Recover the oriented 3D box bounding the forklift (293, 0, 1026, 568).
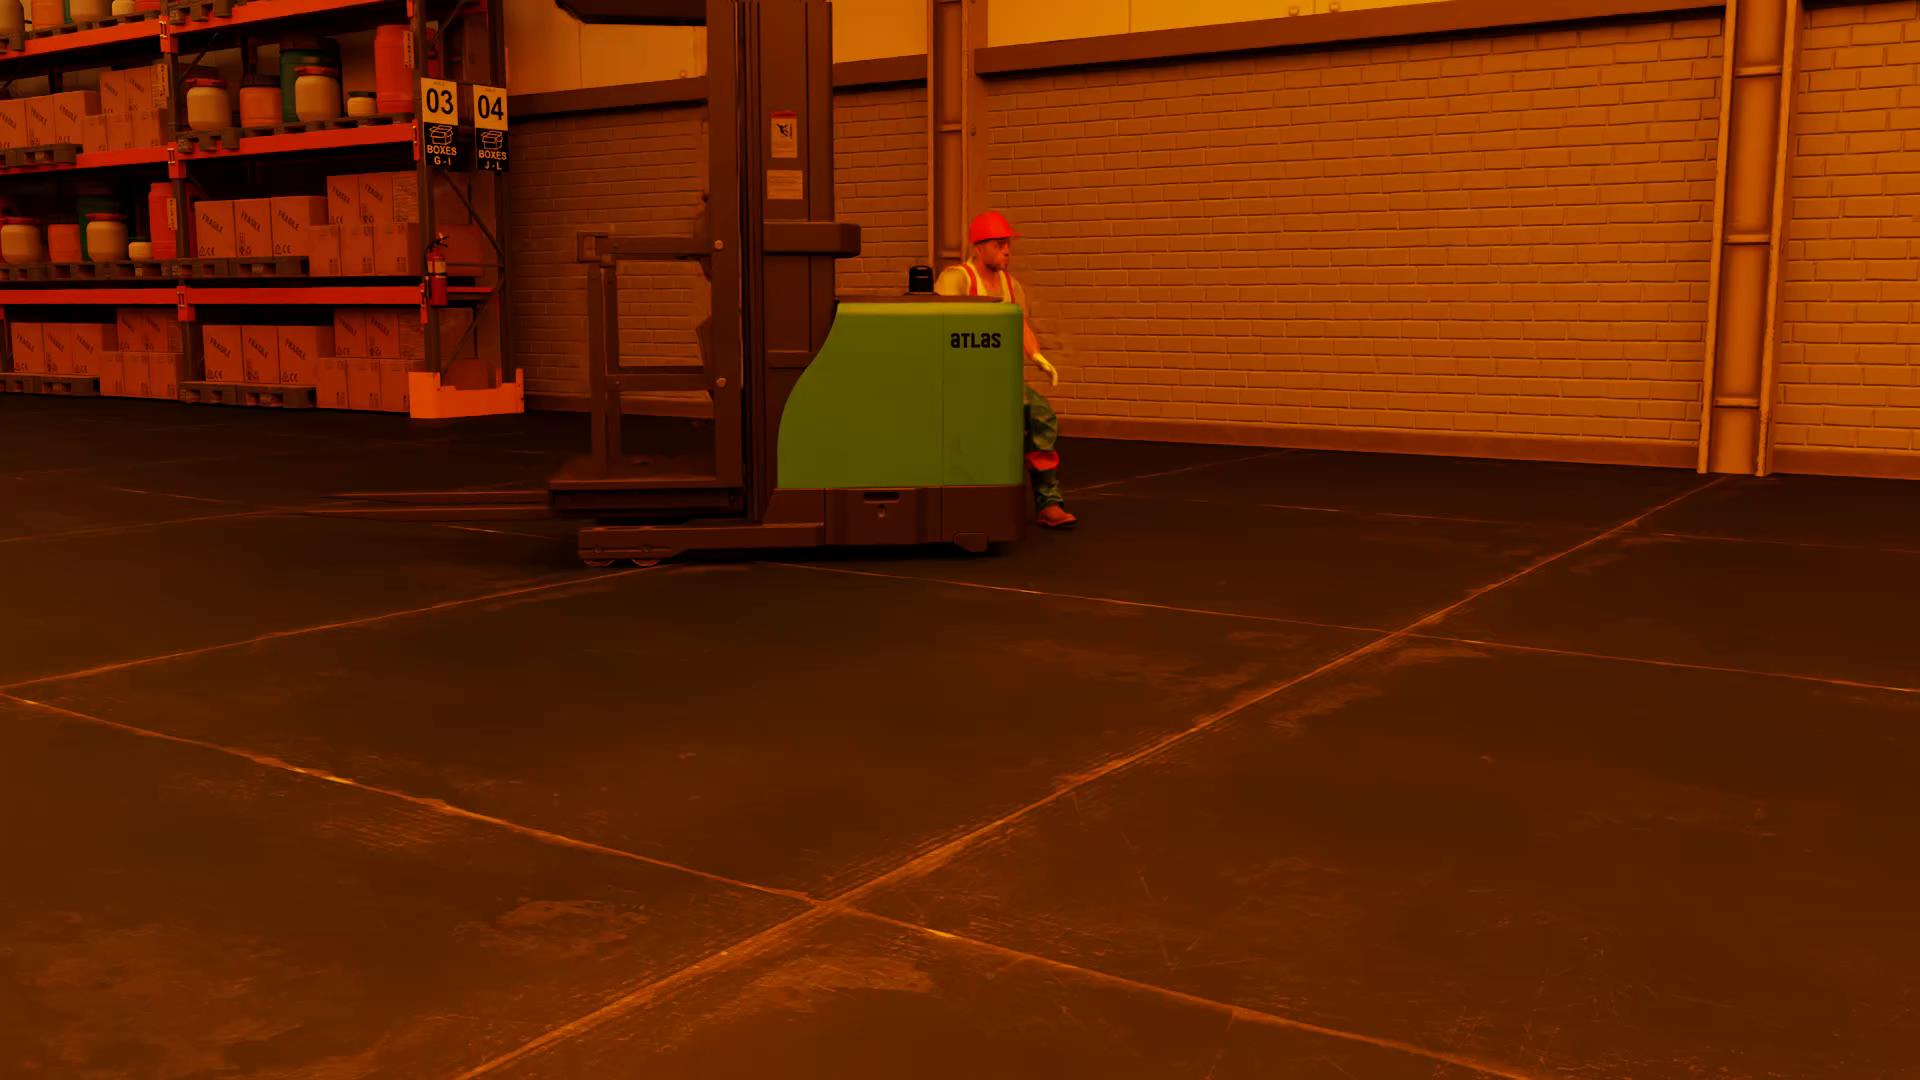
[{"bbox_3d":[-1.276,-1.417,7.161,3.031,2.935,1.130,-1,8,-8],"label":"forklift"}]

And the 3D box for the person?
[{"bbox_3d":[0.274,-0.822,8.176,0.898,1.566,0.787,7,11,40],"label":"person"}]
